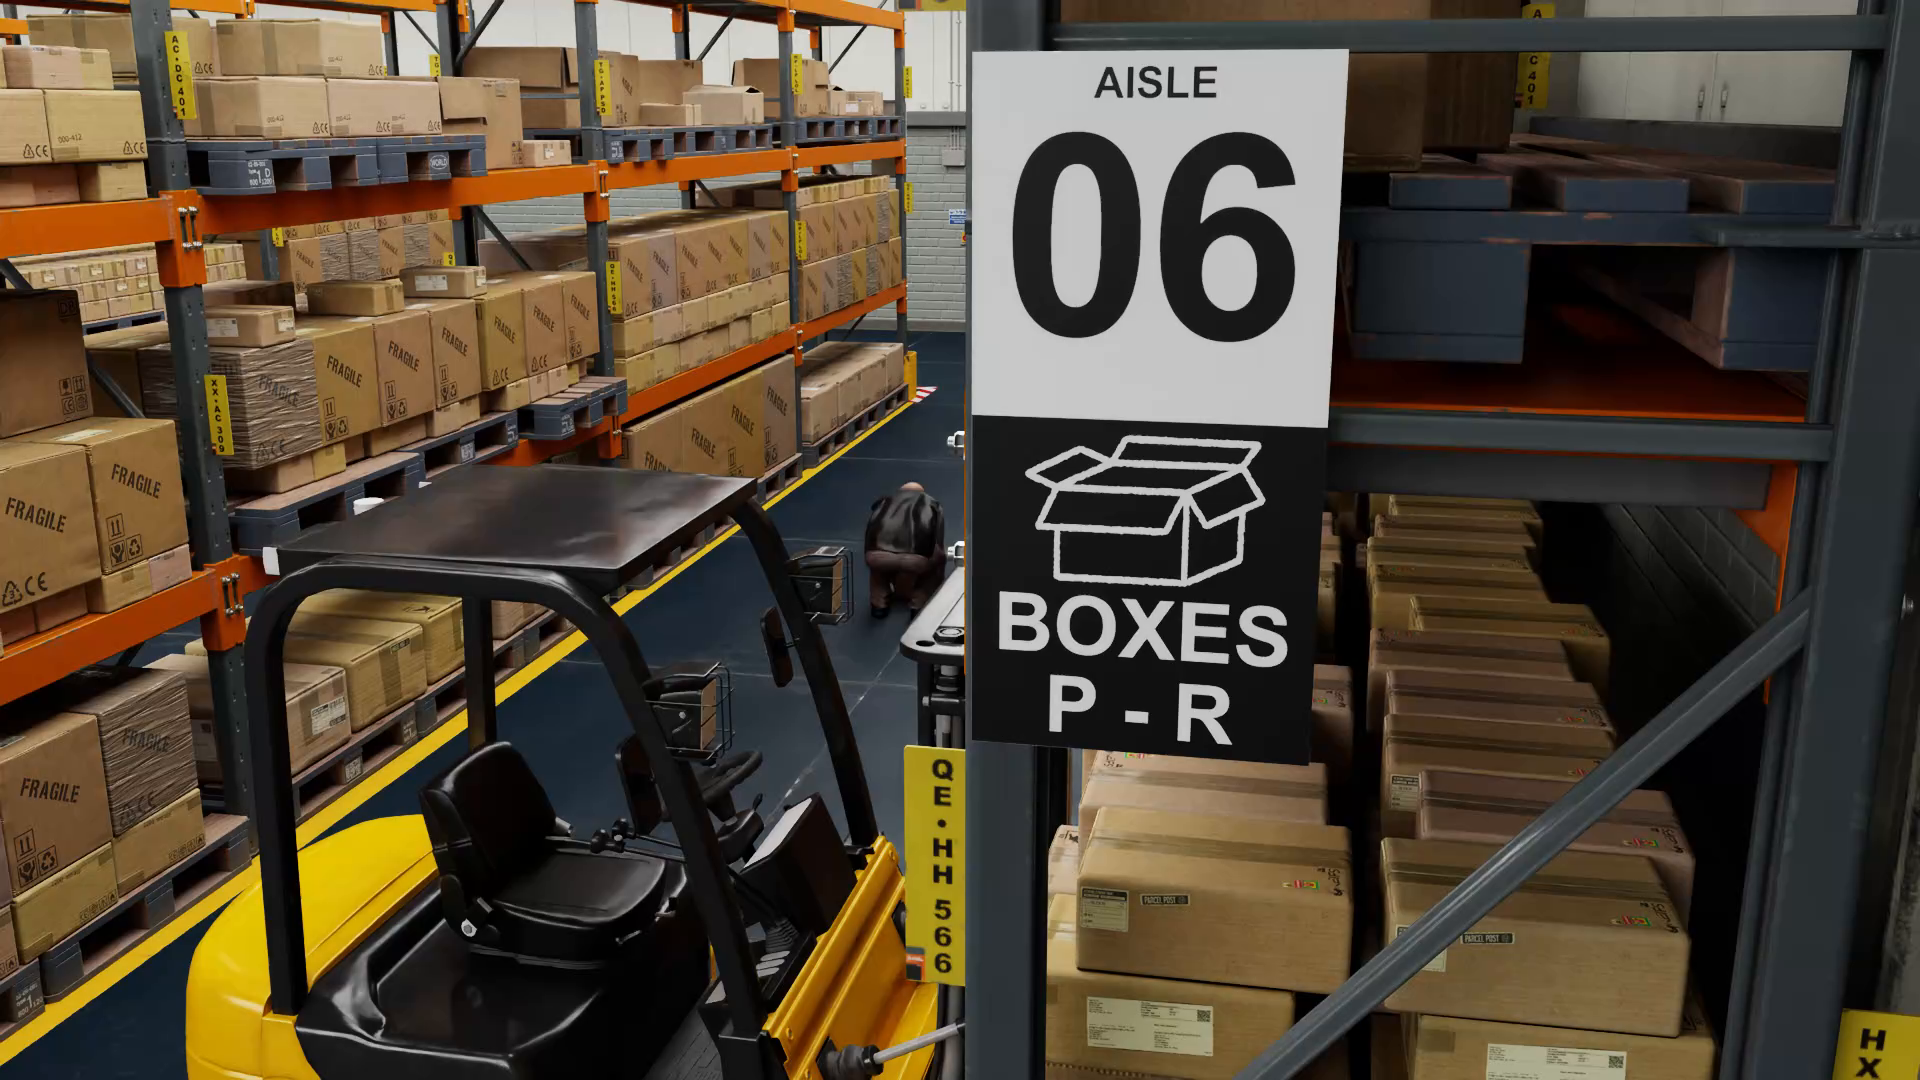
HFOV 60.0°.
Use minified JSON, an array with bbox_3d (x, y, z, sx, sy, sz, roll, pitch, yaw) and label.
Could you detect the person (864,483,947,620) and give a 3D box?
[{"bbox_3d":[-0.349,0.085,10.742,0.512,0.806,0.928,3,15,10],"label":"person"}]
